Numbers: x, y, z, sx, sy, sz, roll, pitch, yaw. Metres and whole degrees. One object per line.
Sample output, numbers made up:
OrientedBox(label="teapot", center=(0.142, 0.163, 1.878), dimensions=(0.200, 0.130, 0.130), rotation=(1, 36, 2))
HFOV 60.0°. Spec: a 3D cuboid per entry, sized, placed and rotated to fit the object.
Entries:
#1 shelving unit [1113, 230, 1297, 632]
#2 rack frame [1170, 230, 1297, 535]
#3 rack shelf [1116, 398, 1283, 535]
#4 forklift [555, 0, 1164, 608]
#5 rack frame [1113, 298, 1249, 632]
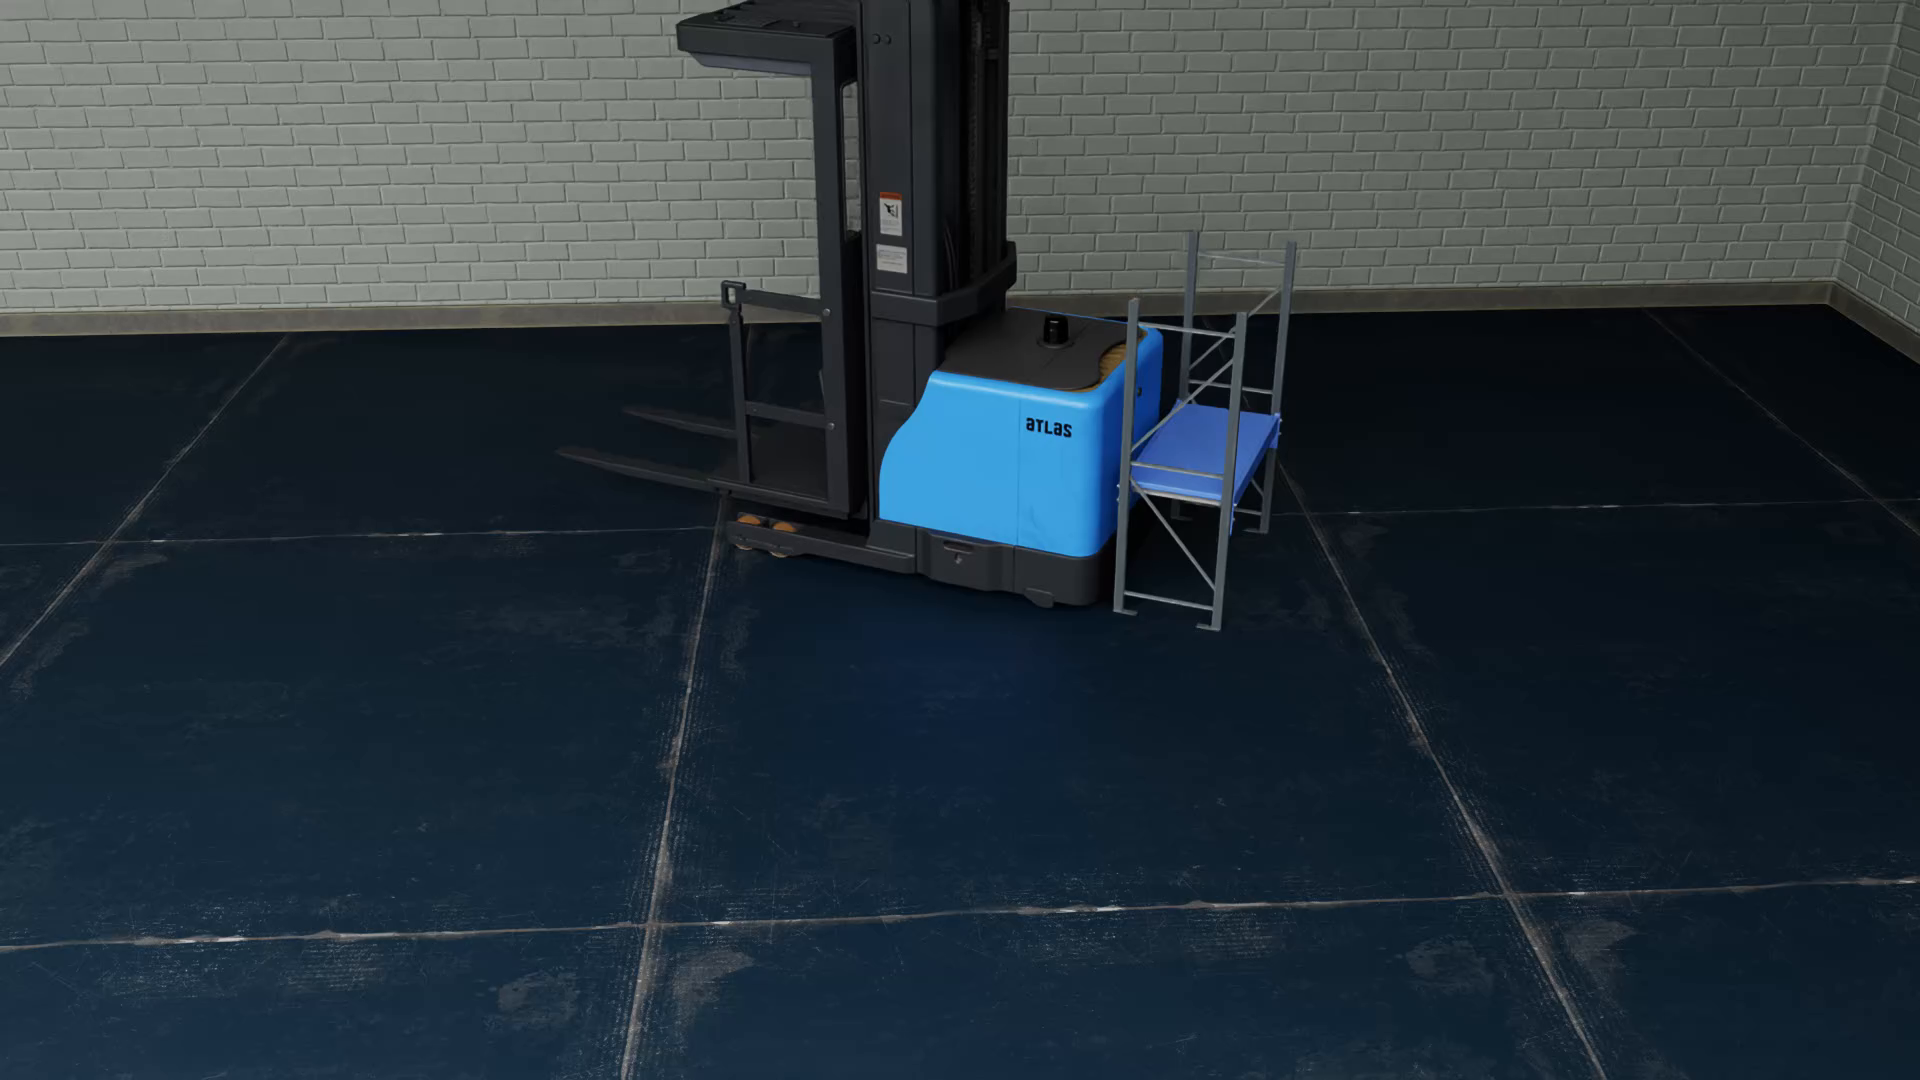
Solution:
OrientedBox(label="shelving unit", center=(1.124, -0.519, 7.623), dimensions=(0.538, 1.500, 1.048), rotation=(10, 29, 19))
OrientedBox(label="rack frame", center=(1.308, -0.738, 8.044), dimensions=(0.500, 1.500, 0.032), rotation=(10, 29, 19))
OrientedBox(label="rack shelf", center=(1.124, -0.360, 7.707), dimensions=(0.538, 0.185, 1.000), rotation=(10, 29, 19))
OrientedBox(label="forklift", center=(-0.588, -1.424, 7.812), dimensions=(3.031, 2.935, 1.130), rotation=(11, 30, 21))
OrientedBox(label="rack frame", center=(0.940, -0.300, 7.203), dimensions=(0.500, 1.500, 0.032), rotation=(10, 29, 19))
